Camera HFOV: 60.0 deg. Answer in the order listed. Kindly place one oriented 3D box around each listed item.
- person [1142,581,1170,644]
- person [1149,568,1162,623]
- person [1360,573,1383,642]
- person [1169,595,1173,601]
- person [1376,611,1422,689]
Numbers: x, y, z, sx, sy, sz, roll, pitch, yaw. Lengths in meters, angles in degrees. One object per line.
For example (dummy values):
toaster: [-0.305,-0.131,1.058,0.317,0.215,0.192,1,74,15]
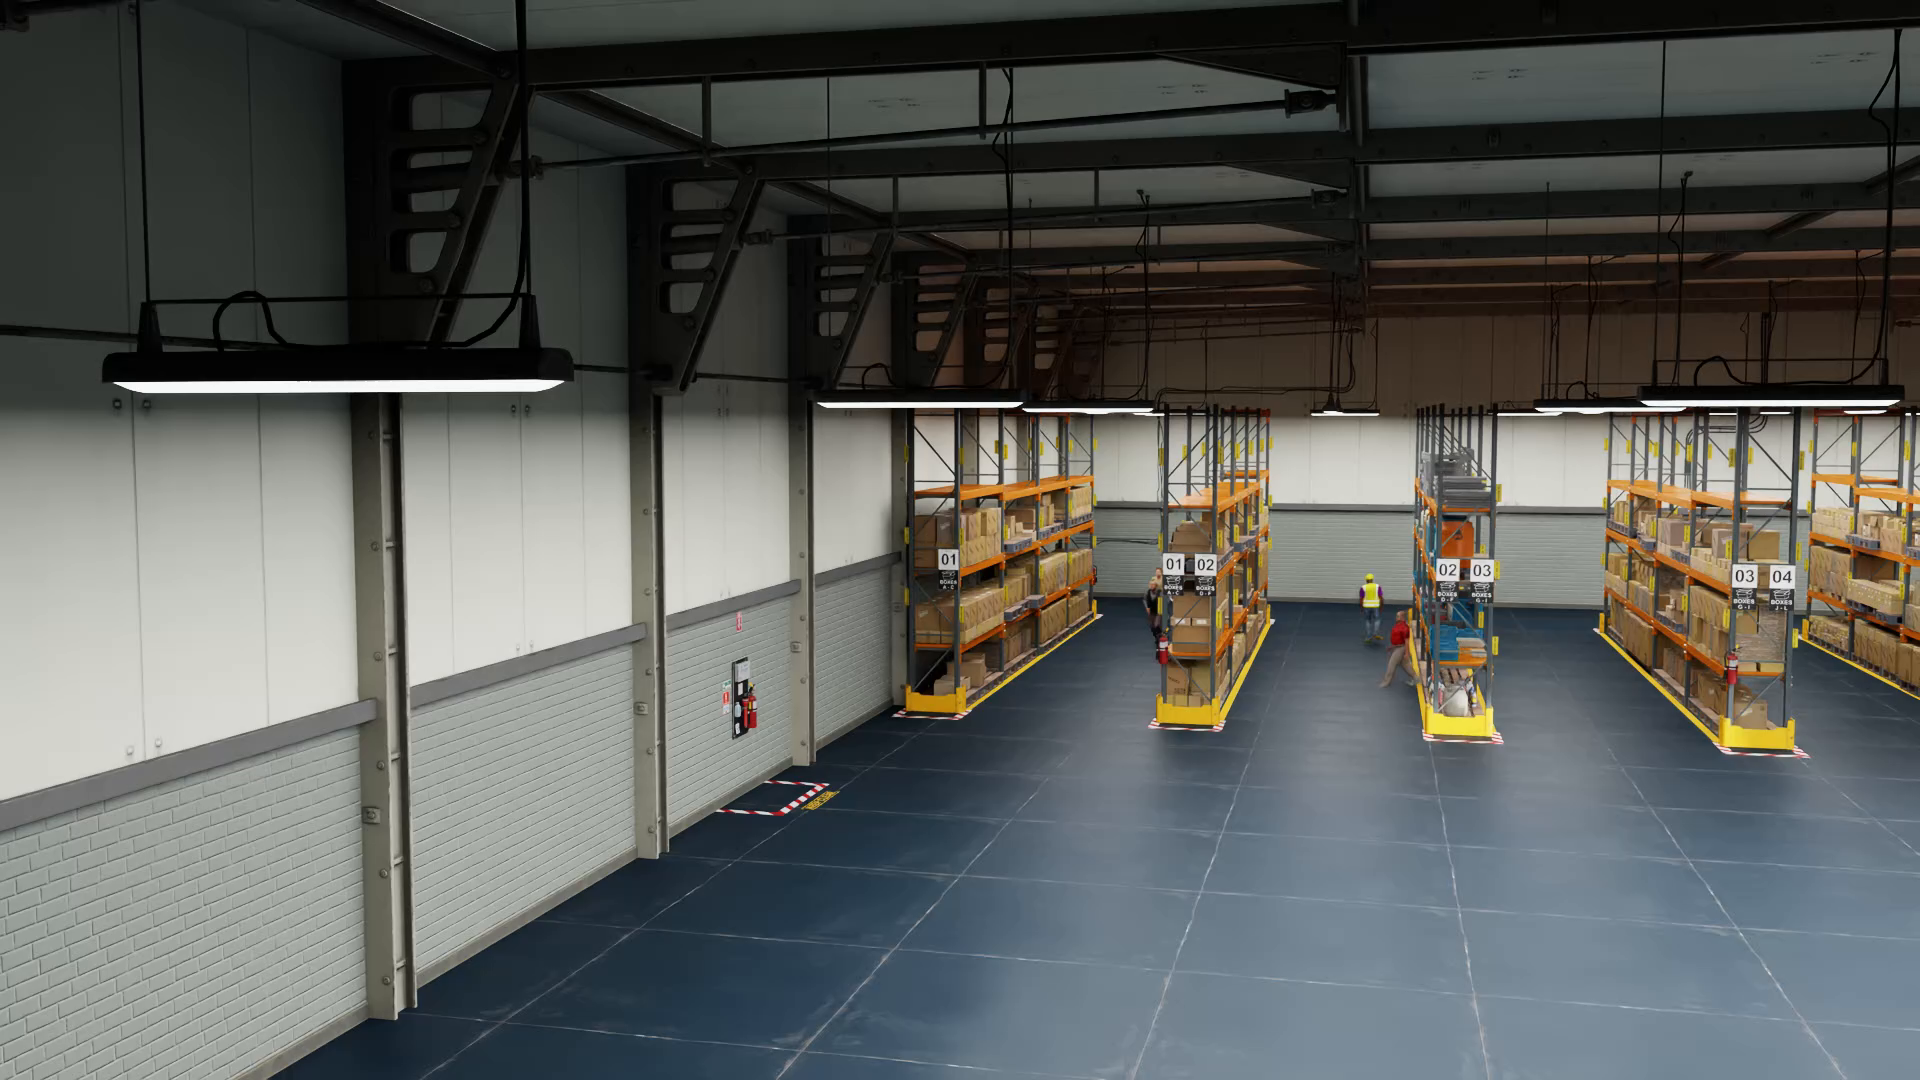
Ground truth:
person: [4.989,1.835,42.215,0.688,1.632,0.710,2,5,25]
person: [5.631,1.546,46.599,0.608,1.579,0.684,2,5,22]
person: [10.557,1.741,42.662,0.601,1.762,0.514,1,4,8]
person: [6.826,1.131,51.801,0.979,1.631,0.447,3,5,38]
person: [9.293,2.315,35.177,1.051,1.670,0.638,0,4,-7]
